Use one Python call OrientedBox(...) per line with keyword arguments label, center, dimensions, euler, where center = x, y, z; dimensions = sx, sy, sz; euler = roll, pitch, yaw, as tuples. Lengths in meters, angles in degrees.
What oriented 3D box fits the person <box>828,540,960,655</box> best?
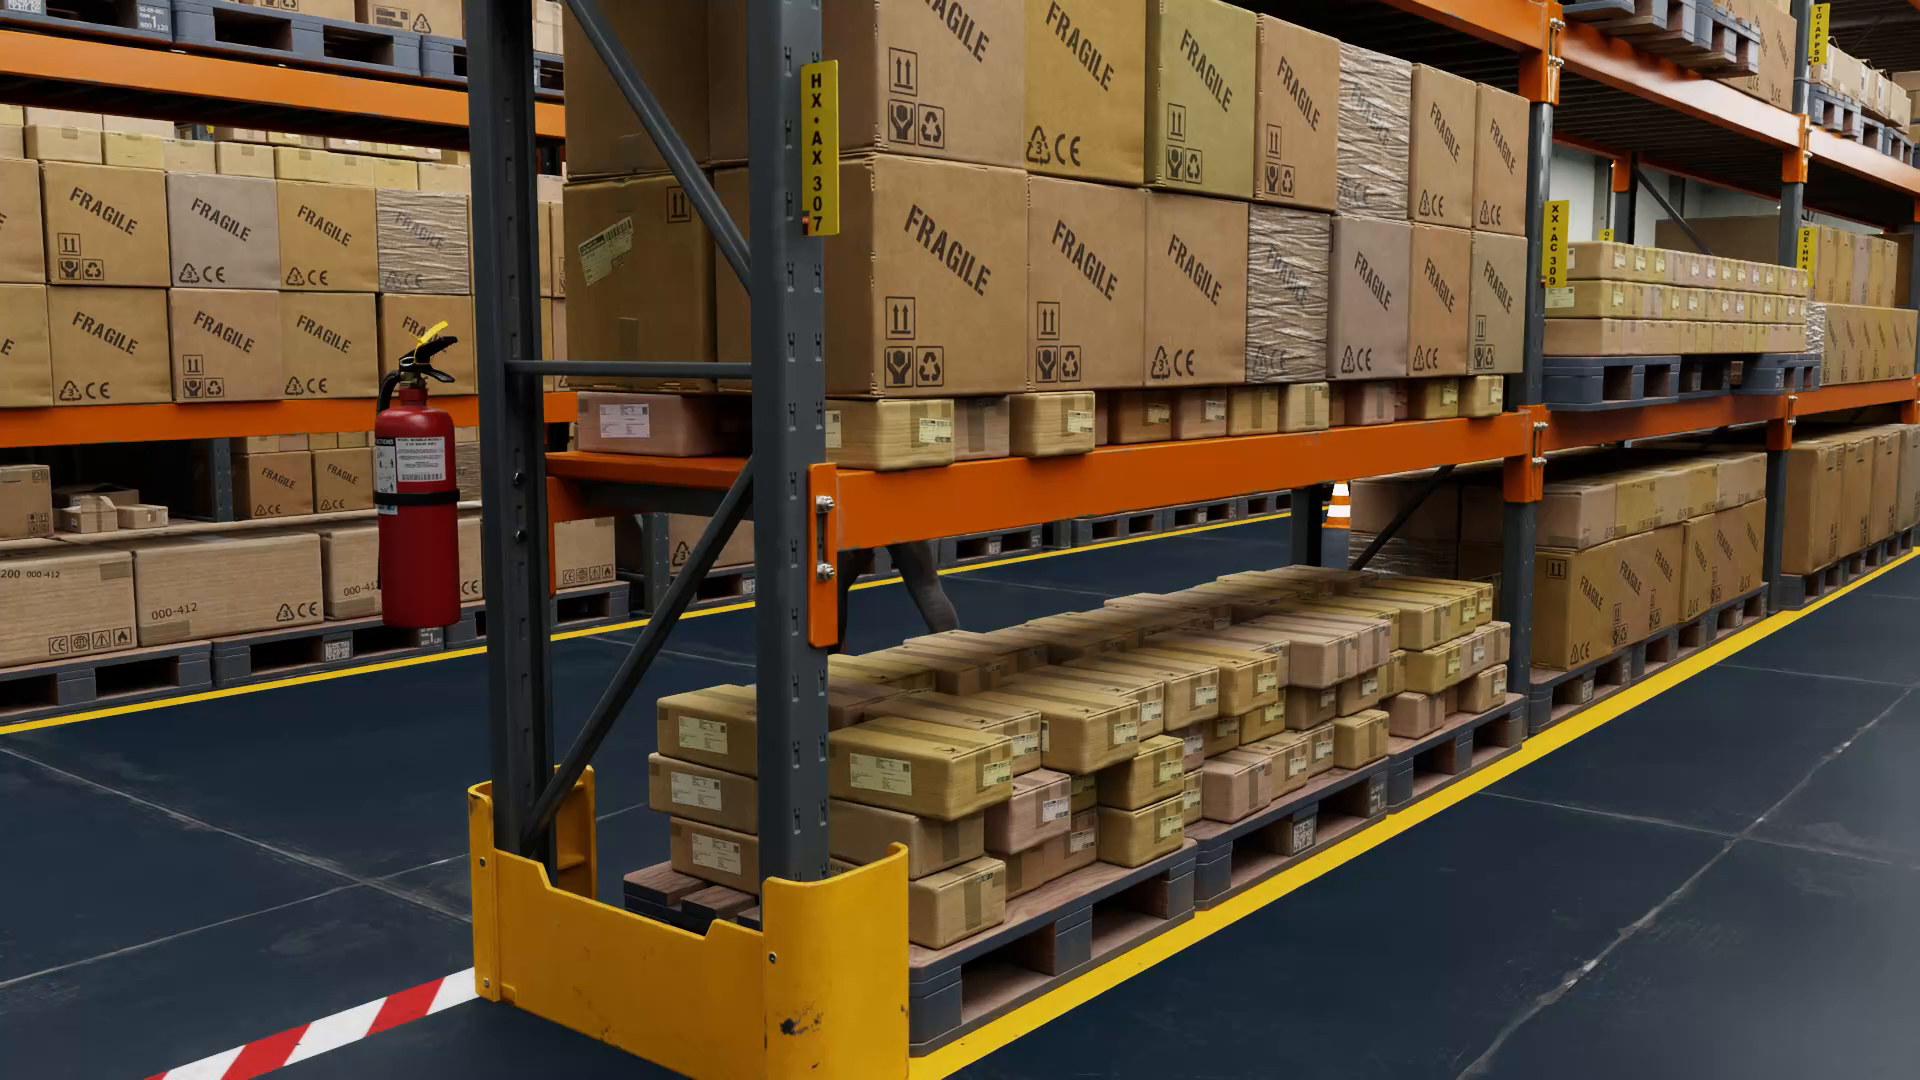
OrientedBox(label="person", center=(-0.336, -0.120, 7.292), dimensions=(0.615, 1.615, 0.903), euler=(-6, 9, -39))
